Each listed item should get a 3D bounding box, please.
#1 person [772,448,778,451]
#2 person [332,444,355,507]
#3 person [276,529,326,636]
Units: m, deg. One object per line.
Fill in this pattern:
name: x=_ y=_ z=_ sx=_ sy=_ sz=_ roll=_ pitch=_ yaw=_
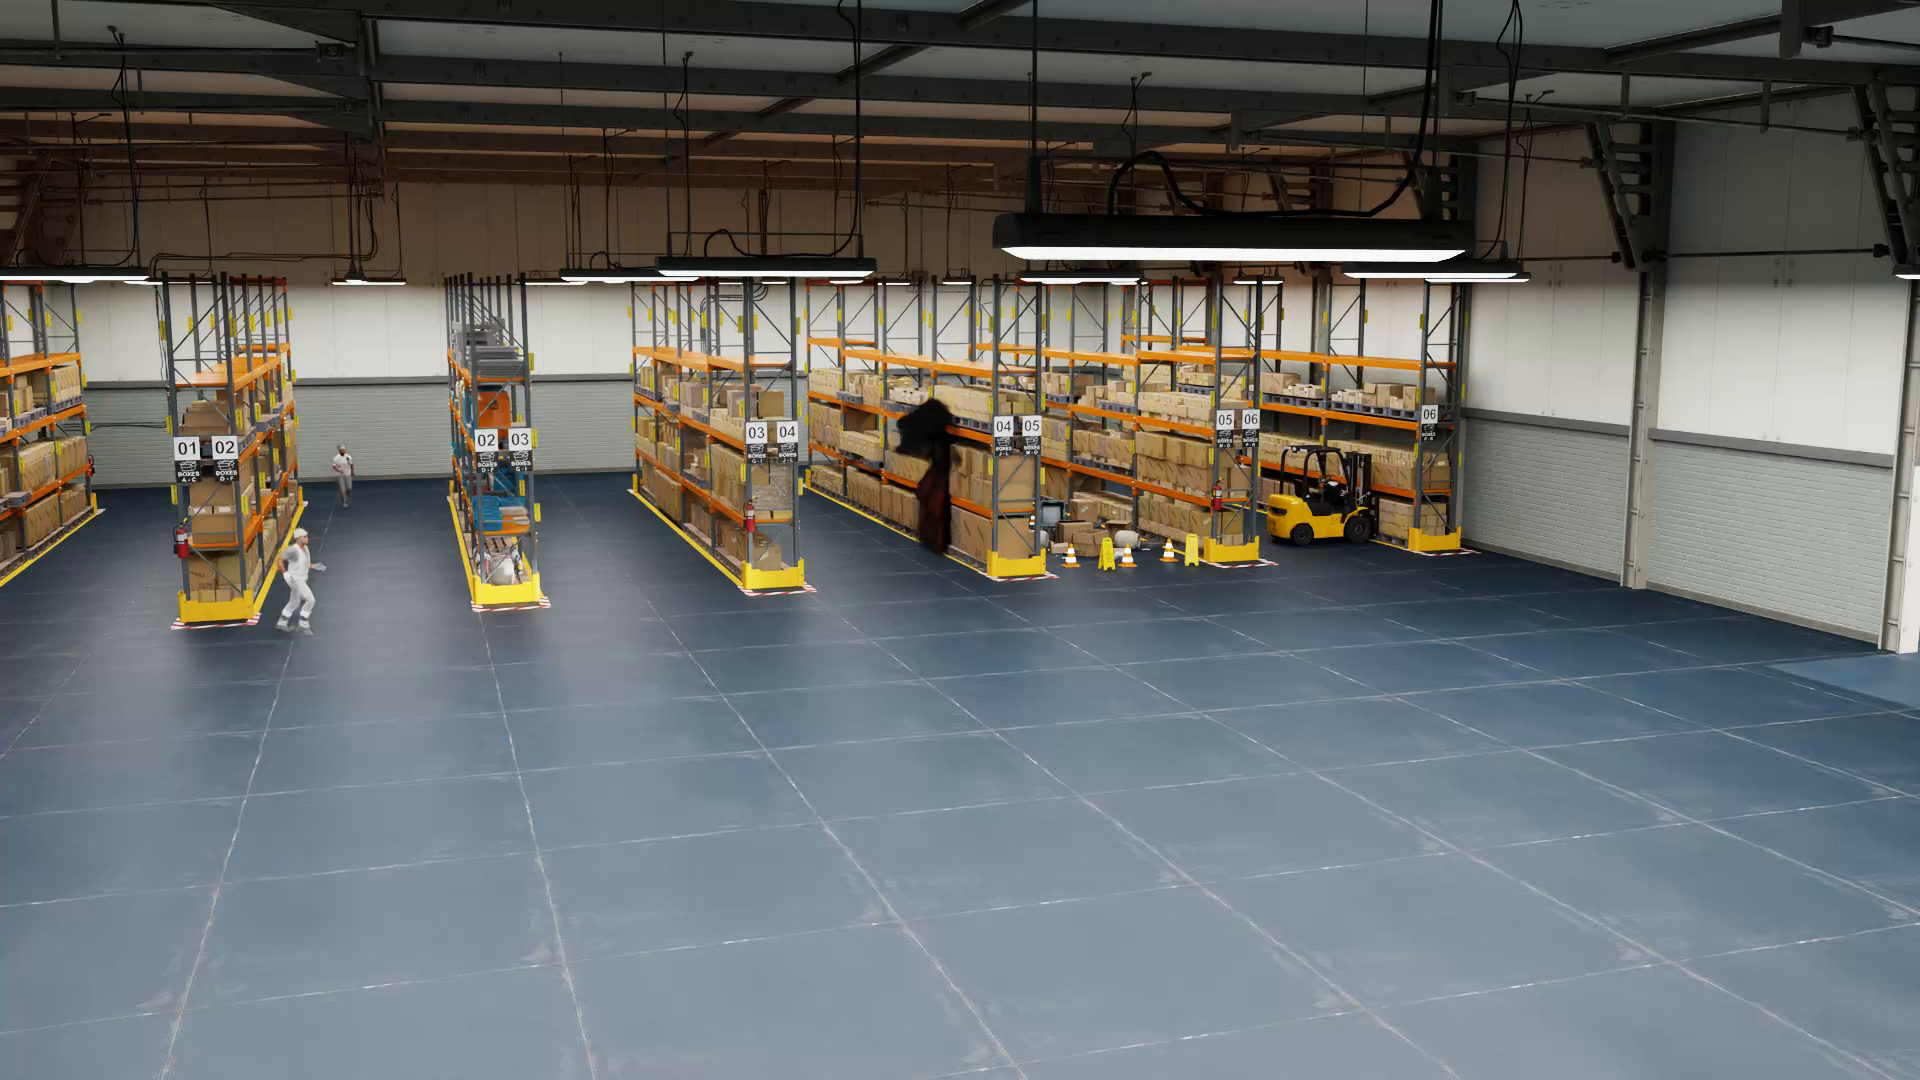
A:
person: x=-5.472 y=-2.381 z=48.169 sx=0.703 sy=1.733 sz=0.767 roll=2 pitch=9 yaw=13
person: x=-16.209 y=-1.691 z=43.799 sx=0.569 sy=1.661 sz=0.554 roll=-5 pitch=10 yaw=-28
person: x=-10.990 y=0.713 z=27.628 sx=0.864 sy=1.824 sz=0.587 roll=0 pitch=9 yaw=-1
